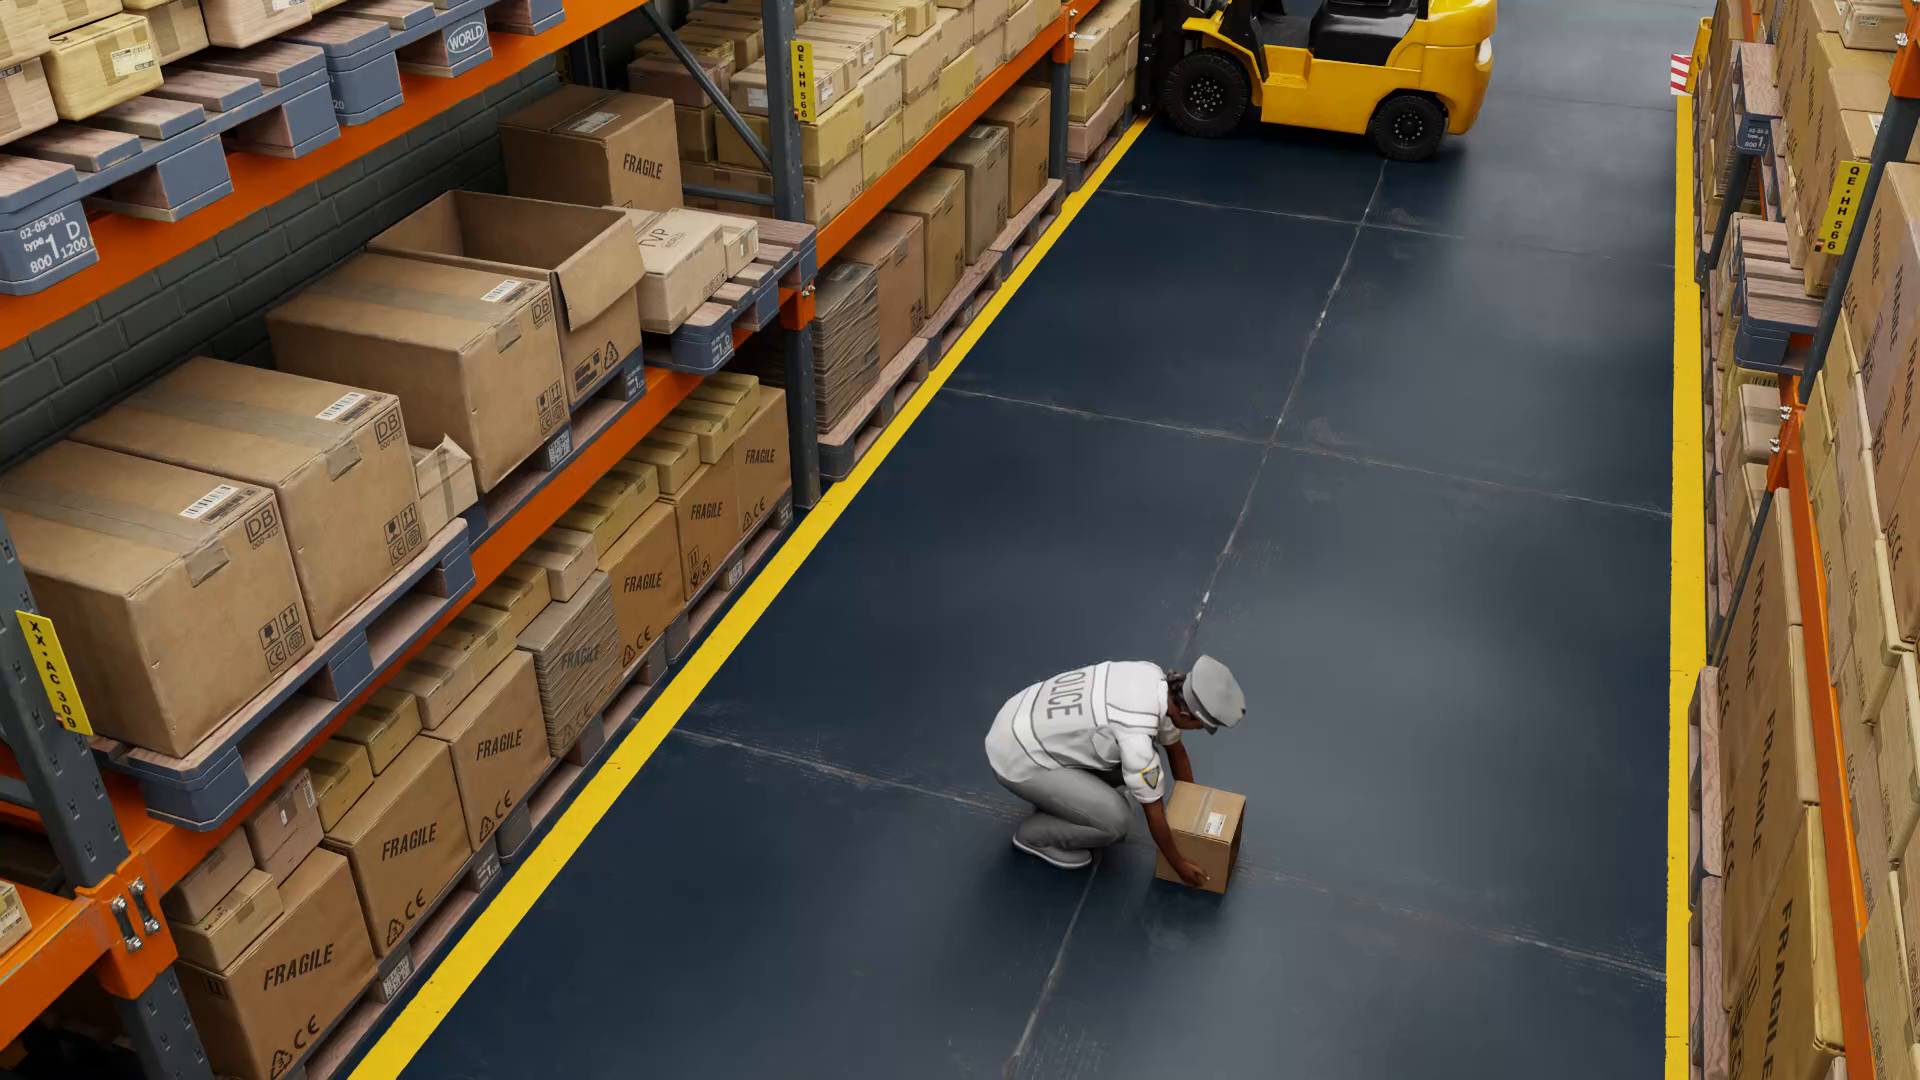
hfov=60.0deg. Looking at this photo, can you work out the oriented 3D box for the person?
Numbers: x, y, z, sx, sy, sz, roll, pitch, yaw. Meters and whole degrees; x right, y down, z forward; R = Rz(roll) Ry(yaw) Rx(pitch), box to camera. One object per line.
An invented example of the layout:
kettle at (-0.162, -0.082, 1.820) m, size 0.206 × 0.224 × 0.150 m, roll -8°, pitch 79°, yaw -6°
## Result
person at (0.526, 0.746, 5.778) m, size 0.869 × 0.845 × 0.480 m, roll 12°, pitch 35°, yaw 17°
